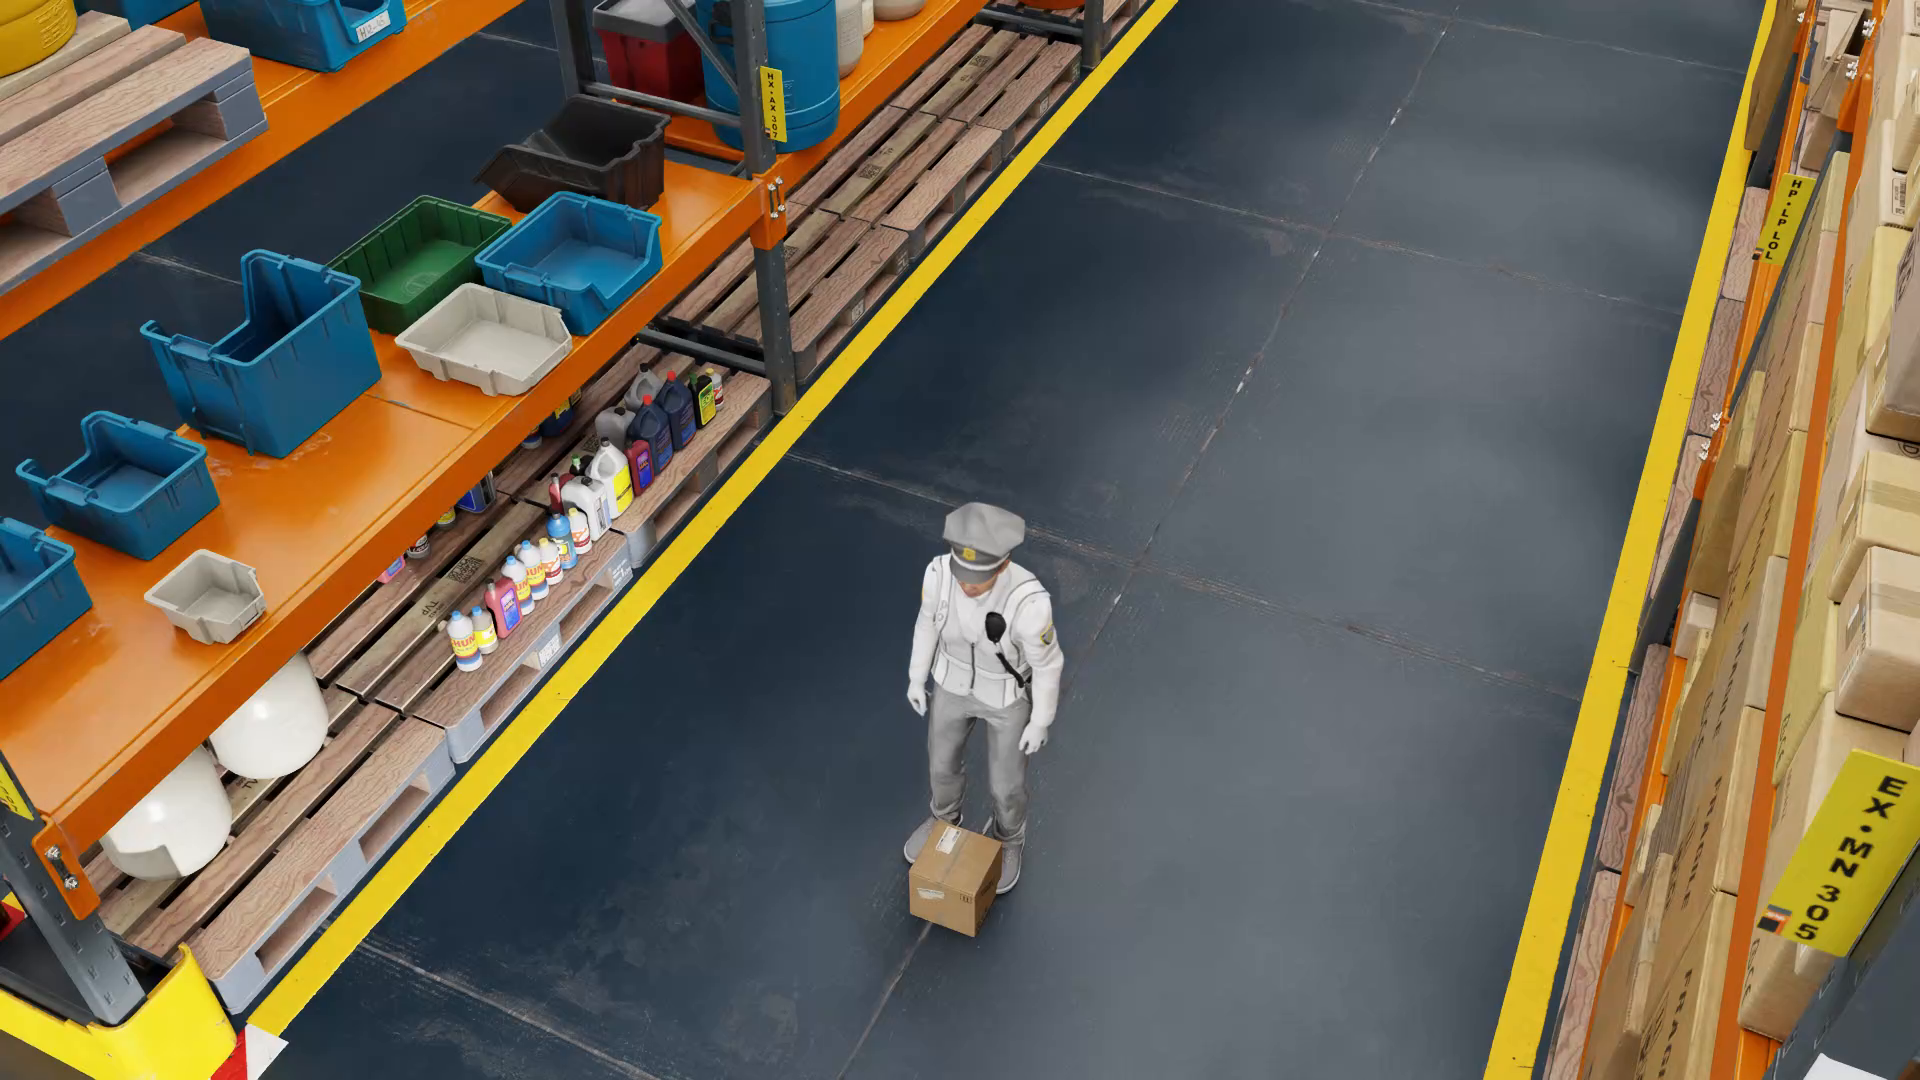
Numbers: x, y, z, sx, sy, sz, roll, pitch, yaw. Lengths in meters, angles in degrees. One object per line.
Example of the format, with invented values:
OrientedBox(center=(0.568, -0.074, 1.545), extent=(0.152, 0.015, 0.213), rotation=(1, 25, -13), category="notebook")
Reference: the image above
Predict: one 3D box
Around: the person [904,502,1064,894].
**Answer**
OrientedBox(center=(0.076, 0.526, 5.578), extent=(0.530, 1.663, 0.371), rotation=(18, 45, 19), category="person")
